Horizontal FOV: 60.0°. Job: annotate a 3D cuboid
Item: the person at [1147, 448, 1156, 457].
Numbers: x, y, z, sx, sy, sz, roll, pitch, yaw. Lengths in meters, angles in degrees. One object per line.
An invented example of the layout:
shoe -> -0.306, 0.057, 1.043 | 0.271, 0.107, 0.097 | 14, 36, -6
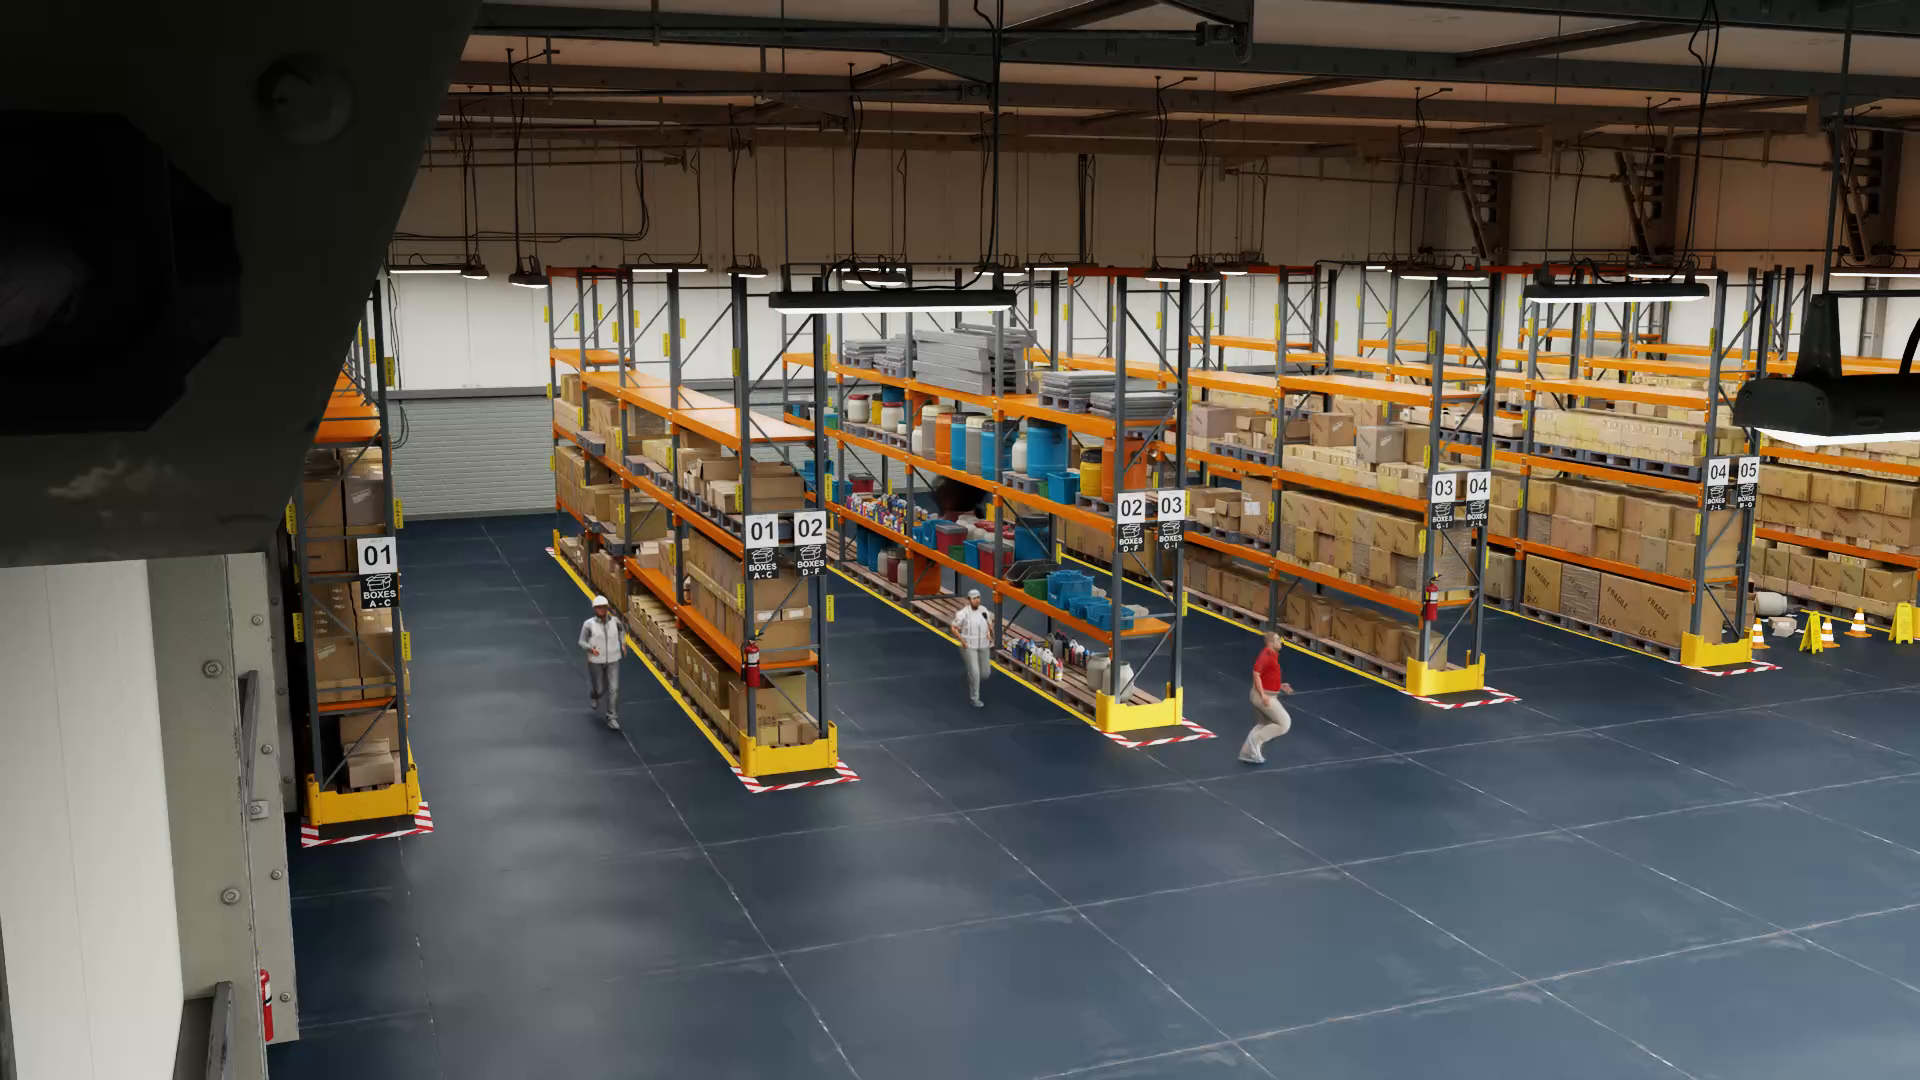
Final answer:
person -> 4.622, -1.617, 40.966 | 0.542, 1.694, 0.744 | -10, 14, -44

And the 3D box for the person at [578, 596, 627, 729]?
person -> -4.773, 1.611, 22.363 | 0.676, 1.741, 0.971 | -5, 11, -24

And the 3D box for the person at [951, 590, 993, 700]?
person -> 0.181, 1.464, 23.402 | 0.599, 1.558, 0.594 | -4, 11, -23

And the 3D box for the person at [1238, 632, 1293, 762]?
person -> 3.813, 1.952, 20.656 | 0.653, 1.652, 0.602 | 0, 10, 2
